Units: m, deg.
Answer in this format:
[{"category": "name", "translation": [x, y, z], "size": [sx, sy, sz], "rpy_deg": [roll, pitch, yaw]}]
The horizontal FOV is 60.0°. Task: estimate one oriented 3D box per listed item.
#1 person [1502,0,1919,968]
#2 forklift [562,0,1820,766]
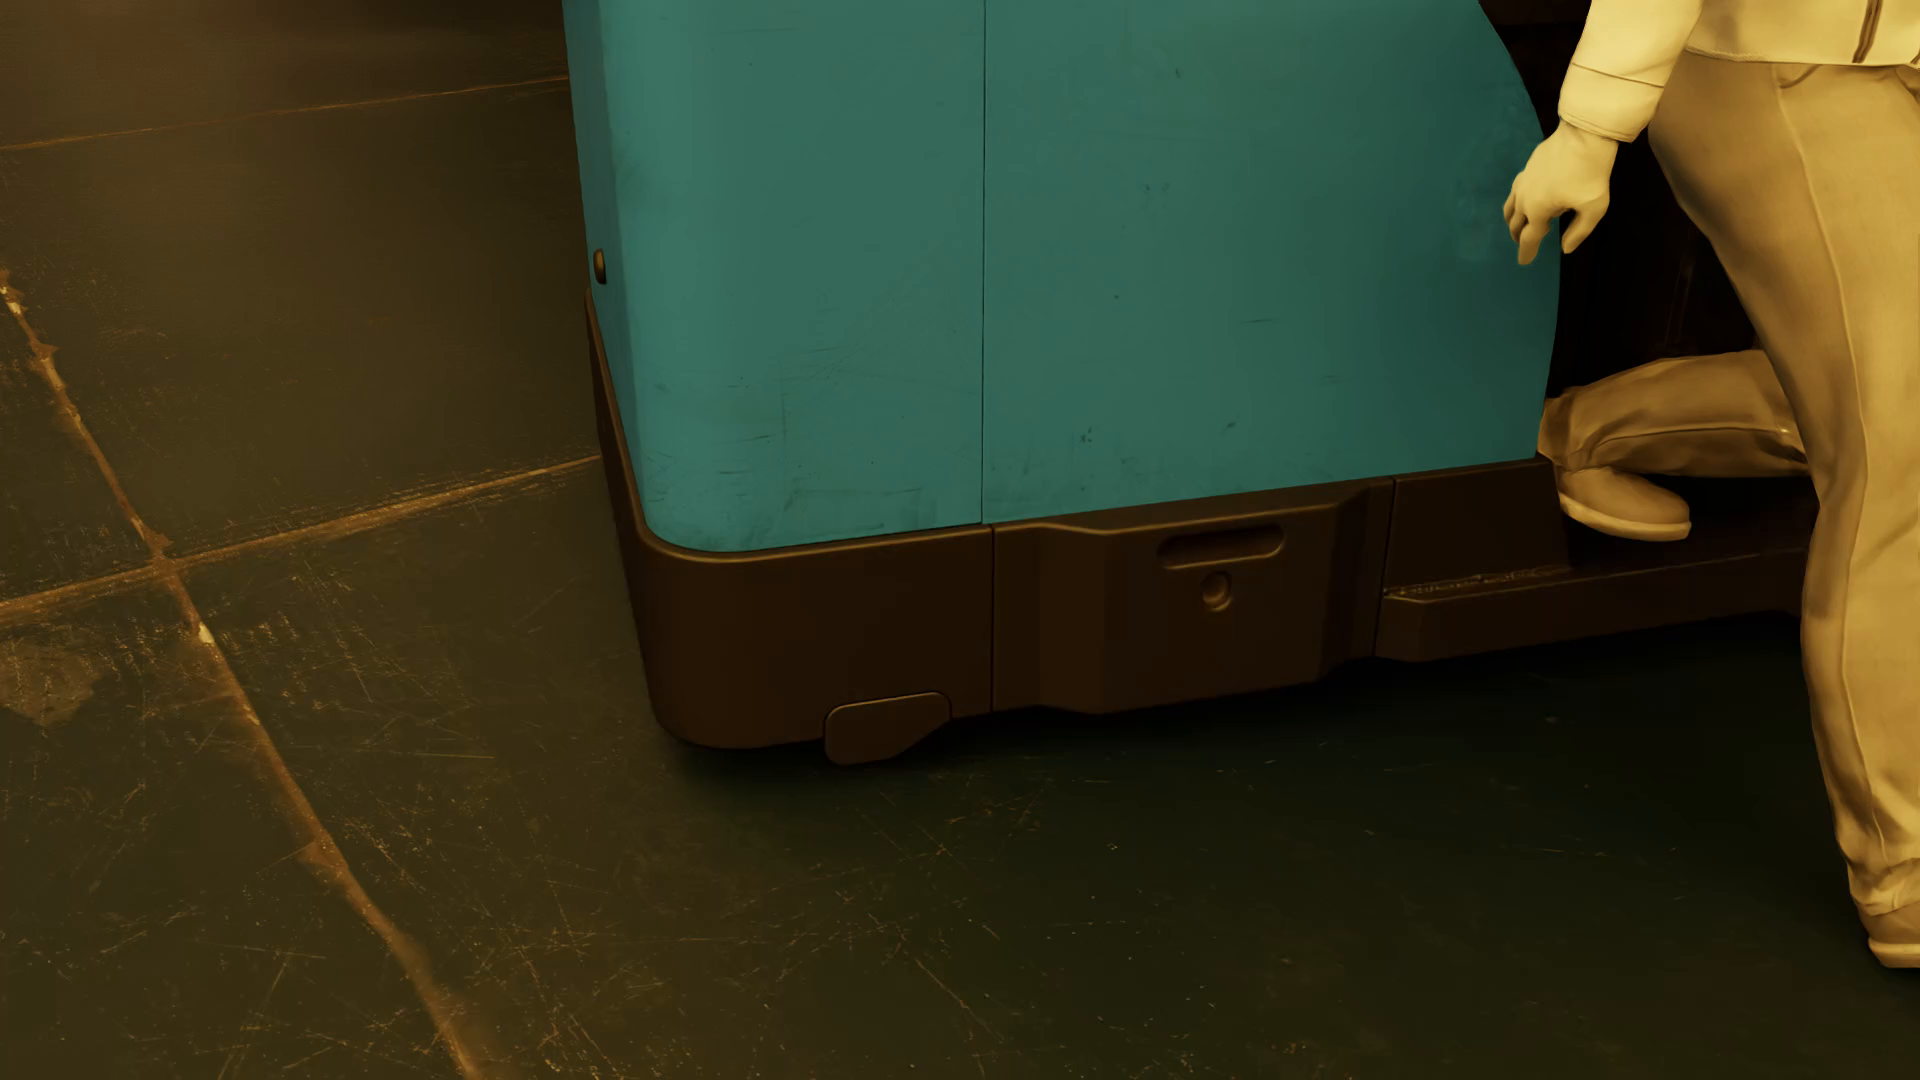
[{"category": "person", "translation": [0.855, -0.406, 1.535], "size": [0.603, 1.605, 0.883], "rpy_deg": [-22, 34, -37]}, {"category": "forklift", "translation": [0.995, -1.404, 2.030], "size": [3.031, 2.935, 1.130], "rpy_deg": [-7, 27, -14]}]
